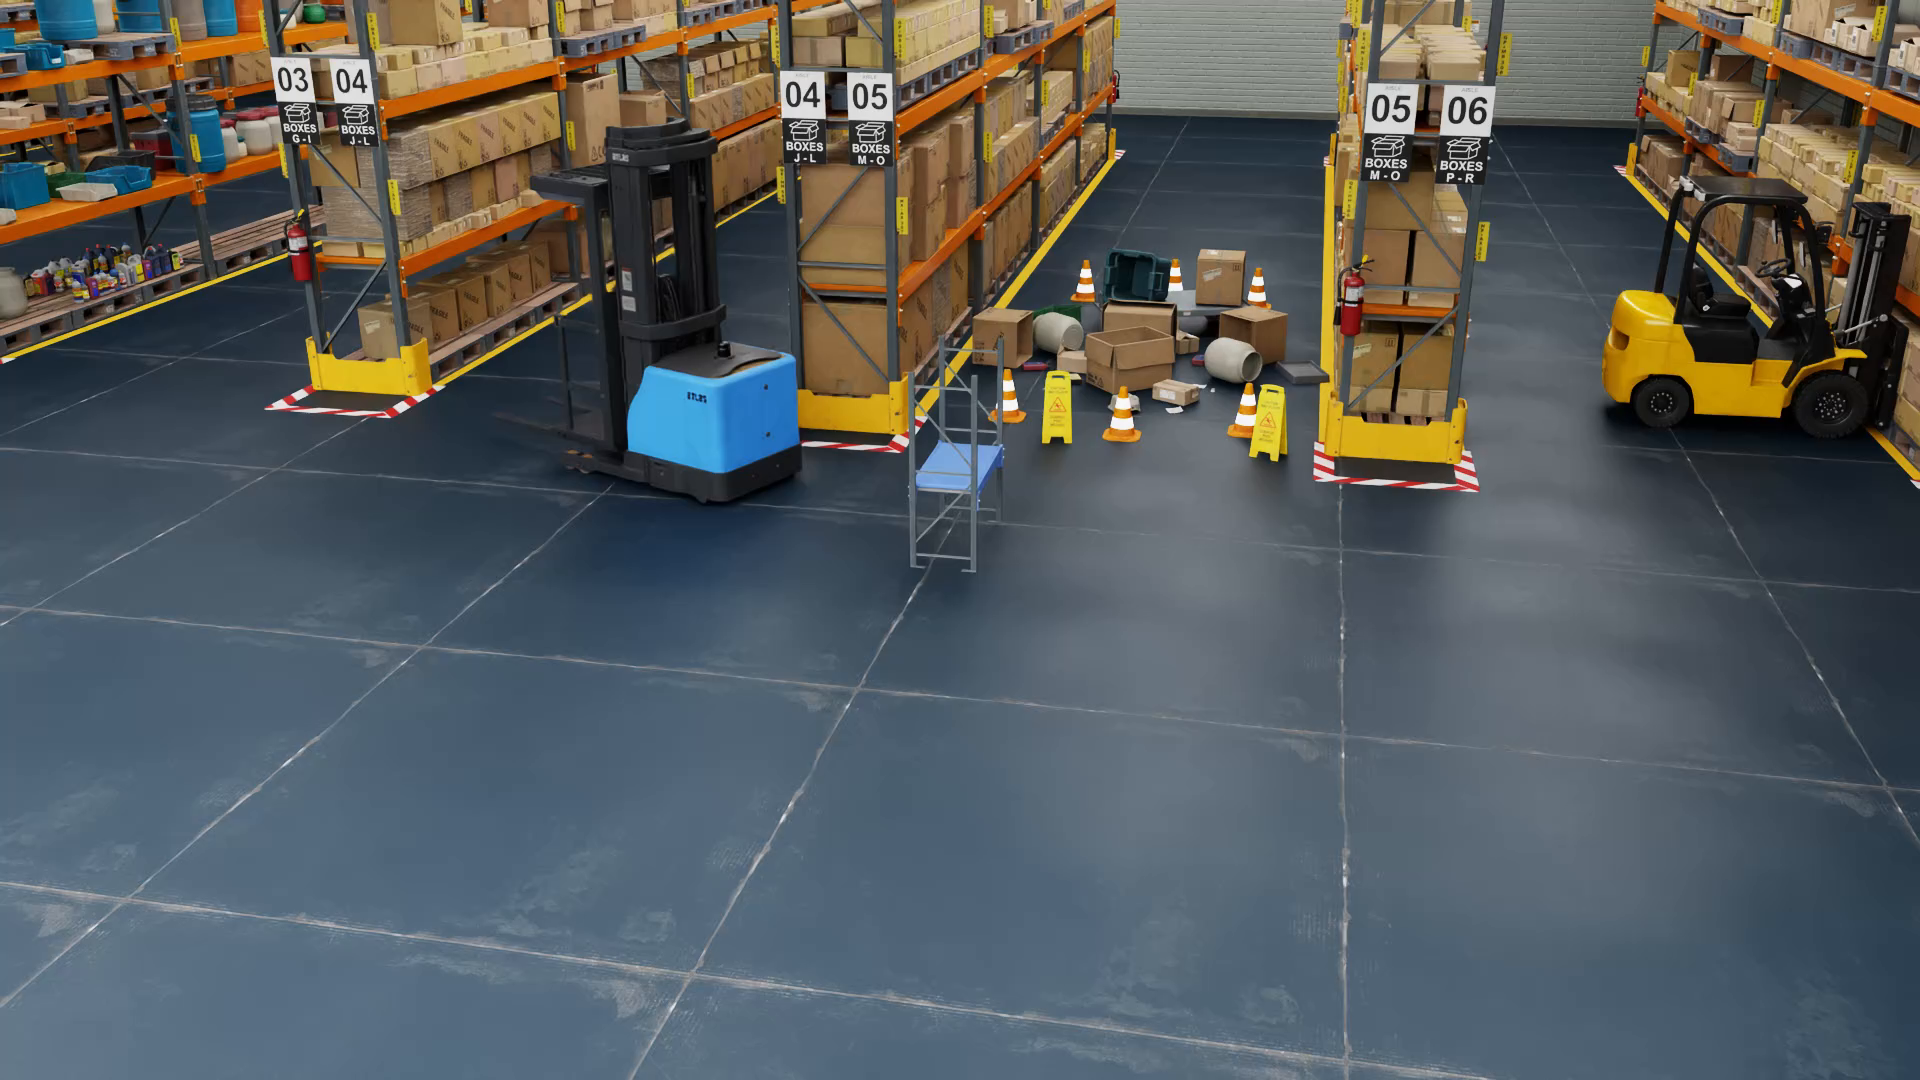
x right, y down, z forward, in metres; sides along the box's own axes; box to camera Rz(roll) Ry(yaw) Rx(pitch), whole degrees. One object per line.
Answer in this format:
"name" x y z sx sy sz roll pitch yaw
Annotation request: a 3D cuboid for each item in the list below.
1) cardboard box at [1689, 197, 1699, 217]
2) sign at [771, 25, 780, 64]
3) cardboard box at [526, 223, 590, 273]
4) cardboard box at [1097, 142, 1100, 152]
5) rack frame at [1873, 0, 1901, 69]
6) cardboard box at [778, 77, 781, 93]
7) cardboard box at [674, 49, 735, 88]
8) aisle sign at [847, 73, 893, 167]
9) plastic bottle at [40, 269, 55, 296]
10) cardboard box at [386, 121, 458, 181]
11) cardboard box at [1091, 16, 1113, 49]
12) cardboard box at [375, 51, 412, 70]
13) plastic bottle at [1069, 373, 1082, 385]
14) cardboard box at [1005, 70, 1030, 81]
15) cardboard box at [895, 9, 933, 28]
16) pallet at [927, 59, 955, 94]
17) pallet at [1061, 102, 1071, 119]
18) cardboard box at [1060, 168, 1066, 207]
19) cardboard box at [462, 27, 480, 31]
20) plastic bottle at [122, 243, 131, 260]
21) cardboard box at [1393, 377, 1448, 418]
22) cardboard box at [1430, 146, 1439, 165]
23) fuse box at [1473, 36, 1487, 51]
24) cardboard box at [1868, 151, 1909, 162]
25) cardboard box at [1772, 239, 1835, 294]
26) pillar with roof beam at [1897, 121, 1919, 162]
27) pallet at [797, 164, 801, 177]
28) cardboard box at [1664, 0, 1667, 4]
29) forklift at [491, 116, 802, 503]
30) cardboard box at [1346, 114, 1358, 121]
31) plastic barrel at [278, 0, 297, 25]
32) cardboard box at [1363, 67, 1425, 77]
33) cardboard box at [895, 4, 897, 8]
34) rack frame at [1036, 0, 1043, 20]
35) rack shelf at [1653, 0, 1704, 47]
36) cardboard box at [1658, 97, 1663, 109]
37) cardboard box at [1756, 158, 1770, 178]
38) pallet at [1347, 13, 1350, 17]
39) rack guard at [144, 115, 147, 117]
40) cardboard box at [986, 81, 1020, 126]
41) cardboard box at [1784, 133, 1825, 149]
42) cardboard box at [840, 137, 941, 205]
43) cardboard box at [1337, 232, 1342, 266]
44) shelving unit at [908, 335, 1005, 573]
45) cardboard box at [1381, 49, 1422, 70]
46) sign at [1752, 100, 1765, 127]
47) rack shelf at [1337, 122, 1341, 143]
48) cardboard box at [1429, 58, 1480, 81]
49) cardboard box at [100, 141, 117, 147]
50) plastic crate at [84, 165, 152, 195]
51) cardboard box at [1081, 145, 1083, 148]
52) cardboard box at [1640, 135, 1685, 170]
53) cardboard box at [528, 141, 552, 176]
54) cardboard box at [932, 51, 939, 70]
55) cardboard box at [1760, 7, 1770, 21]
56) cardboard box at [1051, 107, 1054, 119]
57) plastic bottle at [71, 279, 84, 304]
"cardboard box" 10.705 -4.820 23.591 0.500 0.500 0.500 4 22 10
"sign" -1.581 -4.281 14.373 0.100 0.325 0.005 4 22 11
"cardboard box" -4.925 -3.614 20.570 0.700 0.500 0.500 3 22 7
"cardboard box" 2.187 -6.735 28.418 0.380 0.149 0.250 5 22 12
"rack frame" 9.490 -5.997 15.699 1.000 3.000 0.127 4 22 11
"cardboard box" -3.086 -7.493 27.246 0.500 0.250 0.500 4 22 10
"cardboard box" -3.824 -7.071 24.920 0.797 0.503 0.637 5 23 13
"aisle sign" -0.773 -3.626 14.362 0.394 0.787 0.004 4 22 11
"plastic bottle" -10.608 -2.993 19.317 0.061 0.283 0.133 4 22 11
"cardboard box" -5.399 -3.895 16.639 0.500 0.500 0.500 4 22 11
"cardboard box" 2.363 -8.782 28.774 0.500 0.500 0.500 4 22 10
"cardboard box" -5.457 -4.561 15.816 0.380 0.149 0.250 5 22 12
"plastic bottle" 1.144 -1.635 16.831 0.133 0.061 0.283 -3 22 -8
"cardboard box" 0.866 -7.103 25.452 0.380 0.149 0.250 6 23 14
"cardboard box" -0.464 -4.824 15.375 0.380 0.149 0.250 4 22 10
"pallet" -0.664 -4.539 16.212 1.003 0.211 1.213 4 22 11
"pallet" 1.098 -6.500 25.235 1.003 0.211 1.213 4 22 11
"cardboard box" 1.278 -5.228 24.603 0.500 0.500 0.500 4 22 10
"cardboard box" -5.503 -5.558 18.290 0.380 0.149 0.250 5 22 11
"plastic bottle" -10.414 -3.580 20.790 0.097 0.271 0.097 0 22 0
"cardboard box" 4.250 -1.322 15.239 0.500 0.250 0.500 4 22 10
"cardboard box" 5.007 -4.120 17.974 0.500 0.500 0.500 5 22 12
"fuse box" 10.234 -9.233 33.488 0.539 1.711 0.414 4 22 11
"cardboard box" 10.084 -4.136 18.106 0.380 0.149 0.250 4 22 11
"cardboard box" 9.903 -3.058 19.047 0.875 0.625 0.625 4 22 9
"pillar with roof beam" 6.709 -7.243 18.791 9.100 9.000 0.400 4 22 11
"pallet" -3.207 -6.251 28.093 1.003 0.211 1.213 4 22 11
"cardboard box" 11.646 -8.779 26.958 0.380 0.149 0.250 5 22 12
"forklift" -2.840 -2.073 14.076 3.031 2.935 1.130 15 26 32
"cardboard box" 4.328 -4.095 17.136 0.700 0.500 0.500 4 22 10
"plastic barrel" -9.484 -7.527 22.843 0.600 0.901 0.600 0 22 0
"cardboard box" 3.772 -3.979 14.505 0.500 0.250 0.500 4 22 10
"cardboard box" -0.849 -5.337 16.649 0.380 0.149 0.250 5 22 11
"rack frame" 0.580 -8.177 21.112 1.000 3.000 0.127 4 22 11
"rack shelf" 11.531 -7.929 25.474 1.077 0.370 4.000 4 22 11
"cardboard box" 11.292 -6.920 26.356 0.380 0.149 0.250 4 22 9
"cardboard box" 9.977 -4.464 20.123 0.500 0.250 0.500 5 22 11
"pallet" 5.751 -7.007 22.474 1.003 0.211 1.213 6 23 13
"rack guard" -17.165 -8.718 33.830 1.175 0.500 0.348 4 22 11
"cardboard box" 0.377 -5.556 21.162 0.700 0.500 0.500 4 22 10
"cardboard box" 9.832 -4.640 19.358 0.380 0.149 0.250 5 22 12
"cardboard box" -0.669 -3.575 16.068 0.875 0.550 0.550 4 22 11
"cardboard box" 5.179 -3.554 20.618 0.950 0.372 0.625 4 22 10
"shelving unit" -0.017 -0.664 12.496 0.538 1.500 1.048 4 22 11
"cardboard box" 3.821 -4.194 14.507 0.380 0.149 0.250 5 22 11
"sign" 9.774 -5.215 20.344 0.100 0.325 0.005 4 22 11
"rack shelf" 5.855 -5.452 23.339 1.077 0.370 4.000 4 22 11
"cardboard box" 4.086 -3.888 13.745 0.380 0.149 0.250 4 22 11
"cardboard box" -13.885 -6.160 26.891 0.500 0.500 0.500 4 22 9
"plastic crate" -9.880 -4.230 19.540 0.499 0.251 0.616 4 22 11
"cardboard box" 1.787 -6.309 26.960 0.380 0.149 0.250 4 22 10
"cardboard box" 11.722 -6.423 27.567 0.797 0.503 0.637 4 22 9
"cardboard box" -5.223 -4.371 19.160 0.875 0.500 0.500 4 22 11
"cardboard box" -0.411 -4.547 15.755 0.380 0.149 0.250 4 22 11
"cardboard box" 10.302 -6.614 20.912 0.380 0.149 0.250 4 22 11
"cardboard box" 1.138 -6.106 23.774 0.380 0.149 0.250 5 22 12
"plastic bottle" -10.061 -2.839 18.952 0.097 0.271 0.097 0 22 0
